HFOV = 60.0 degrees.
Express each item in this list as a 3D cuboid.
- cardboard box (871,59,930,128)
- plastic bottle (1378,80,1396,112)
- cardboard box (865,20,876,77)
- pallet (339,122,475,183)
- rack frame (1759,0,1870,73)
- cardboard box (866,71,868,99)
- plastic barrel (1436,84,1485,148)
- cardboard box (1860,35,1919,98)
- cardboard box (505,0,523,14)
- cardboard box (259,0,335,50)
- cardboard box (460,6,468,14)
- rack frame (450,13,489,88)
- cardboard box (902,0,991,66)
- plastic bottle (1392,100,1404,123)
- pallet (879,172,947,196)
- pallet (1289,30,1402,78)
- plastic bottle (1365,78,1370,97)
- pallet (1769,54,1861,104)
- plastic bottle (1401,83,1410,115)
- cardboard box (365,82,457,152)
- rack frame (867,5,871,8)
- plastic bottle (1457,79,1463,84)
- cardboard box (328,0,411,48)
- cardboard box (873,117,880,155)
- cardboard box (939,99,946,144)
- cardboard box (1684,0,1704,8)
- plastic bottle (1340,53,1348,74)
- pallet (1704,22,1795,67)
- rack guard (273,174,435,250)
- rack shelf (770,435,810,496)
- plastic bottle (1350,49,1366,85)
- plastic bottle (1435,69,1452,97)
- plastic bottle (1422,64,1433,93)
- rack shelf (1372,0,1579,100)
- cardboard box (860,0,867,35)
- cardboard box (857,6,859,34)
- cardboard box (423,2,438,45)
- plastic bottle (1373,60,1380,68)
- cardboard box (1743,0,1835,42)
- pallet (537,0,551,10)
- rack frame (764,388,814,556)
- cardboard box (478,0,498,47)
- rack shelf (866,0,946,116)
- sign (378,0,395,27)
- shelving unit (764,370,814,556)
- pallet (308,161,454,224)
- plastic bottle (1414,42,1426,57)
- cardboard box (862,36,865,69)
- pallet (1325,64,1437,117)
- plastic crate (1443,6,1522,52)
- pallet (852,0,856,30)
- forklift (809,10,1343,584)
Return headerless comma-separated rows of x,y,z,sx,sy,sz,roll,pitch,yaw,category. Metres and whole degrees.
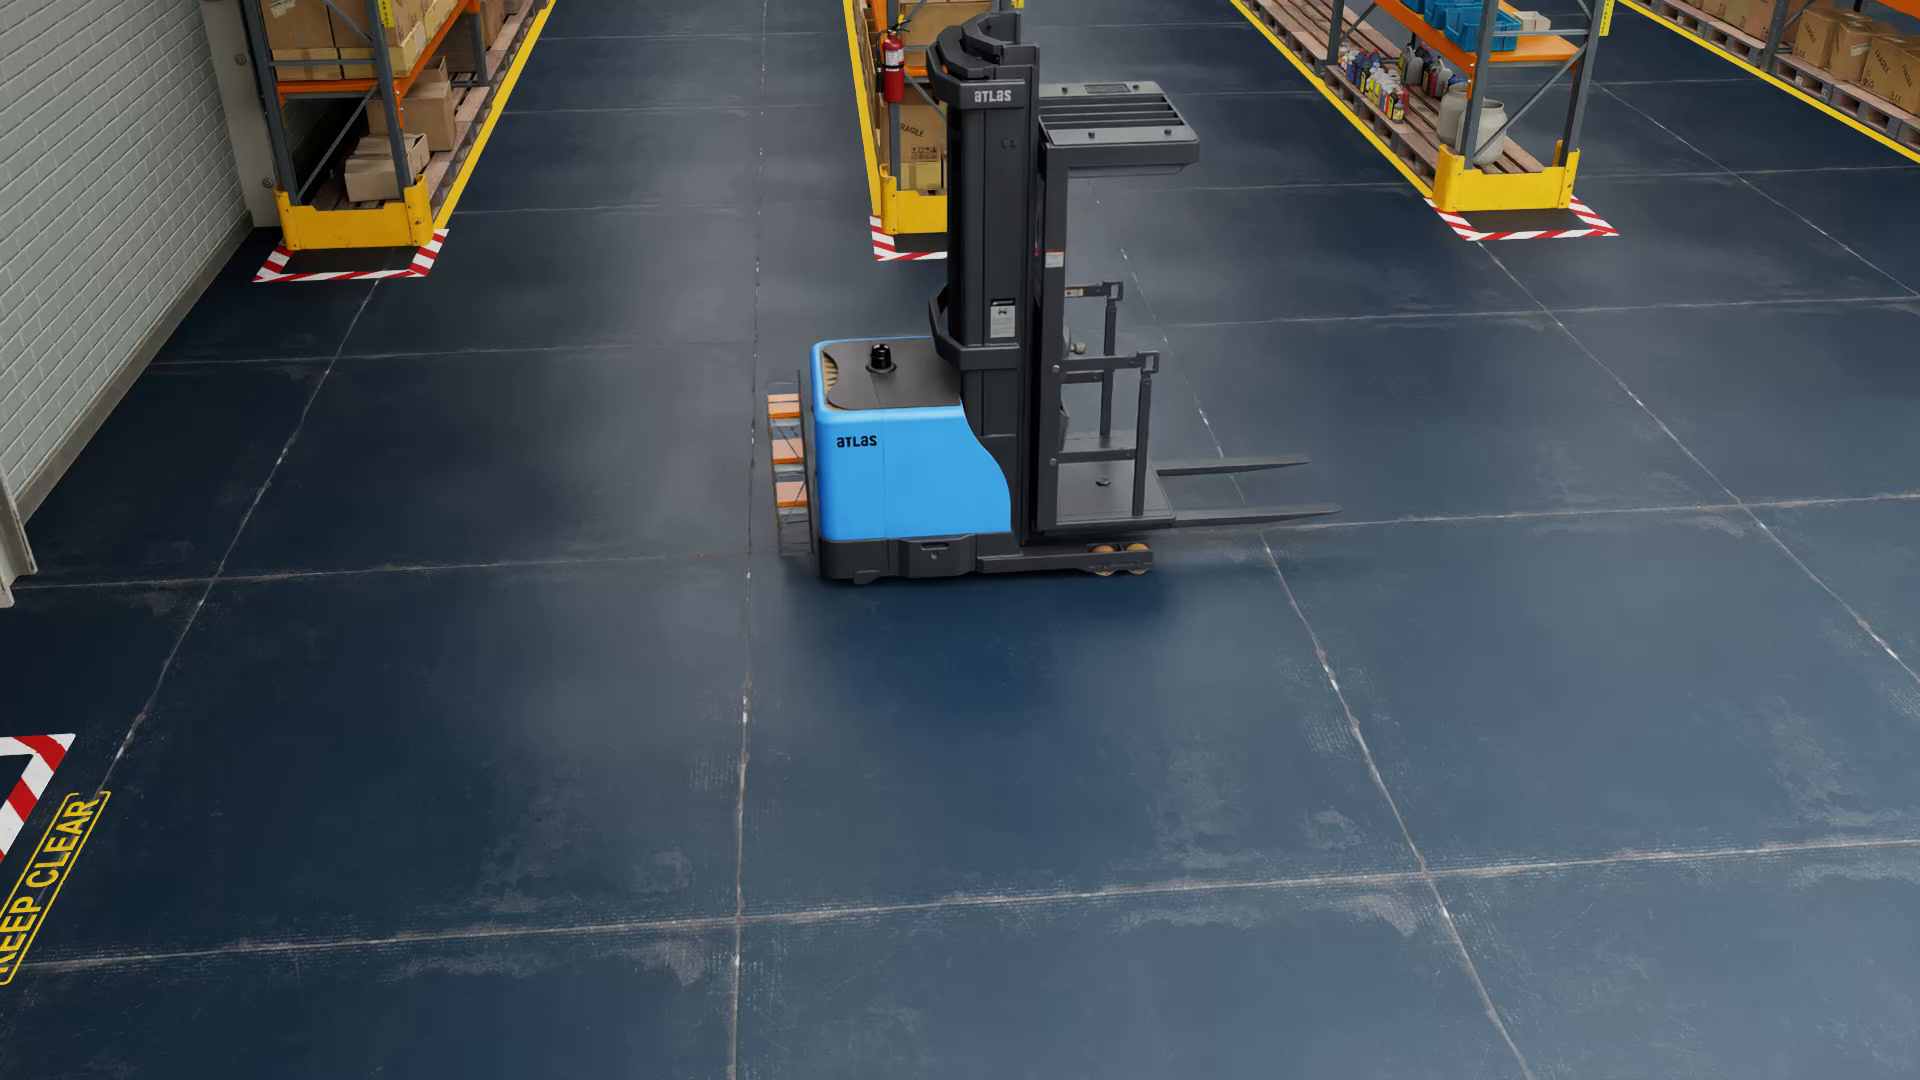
-0.543,-4.092,15.216,0.500,0.500,0.500,-3,31,-5,cardboard box
4.226,-4.373,16.374,0.152,0.276,0.135,-4,31,-6,plastic bottle
-0.676,-4.858,16.499,0.500,0.500,0.500,-3,31,-5,cardboard box
-5.179,-3.641,15.640,1.003,0.211,1.213,-3,31,-5,pallet
9.401,-6.515,17.733,1.000,3.000,0.127,-3,31,-5,rack frame
-0.679,-4.536,16.691,0.500,0.250,0.500,-3,31,-5,cardboard box
4.659,-3.936,15.432,0.421,0.512,0.421,0,31,0,plastic barrel
9.596,-4.811,16.908,0.500,0.500,0.500,-5,31,-9,cardboard box
-5.649,-6.596,19.877,0.700,0.500,0.500,-2,31,-4,cardboard box
-5.276,-4.258,13.349,0.500,0.500,0.500,-3,31,-5,cardboard box
-5.524,-5.841,17.881,0.500,0.250,0.500,-3,31,-6,cardboard box
-5.394,-5.804,16.541,1.000,3.000,0.127,-3,31,-5,rack frame
-0.120,-4.282,13.897,0.700,0.500,0.500,-3,31,-5,cardboard box
4.235,-4.140,16.056,0.097,0.201,0.097,0,31,0,plastic bottle
-0.202,-3.192,14.888,1.003,0.211,1.213,-3,31,-5,pallet
4.357,-5.480,18.719,1.003,0.211,1.213,-3,31,-5,pallet
4.153,-4.592,16.812,0.097,0.201,0.097,0,31,0,plastic bottle
9.499,-4.977,17.877,1.003,0.211,1.213,-3,31,-5,pallet
4.345,-4.311,16.262,0.061,0.283,0.133,-3,31,-5,plastic bottle
-5.068,-3.903,15.368,0.700,0.500,0.500,-5,31,-8,cardboard box
-0.463,-6.043,16.942,1.000,3.000,0.127,-3,31,-5,rack frame
4.943,-4.420,16.457,0.097,0.271,0.097,0,31,0,plastic bottle
-4.766,-4.286,13.396,0.500,0.500,0.500,-3,31,-5,cardboard box
-0.540,-3.770,15.409,0.500,0.250,0.500,-3,31,-5,cardboard box
0.034,-3.862,14.832,0.500,0.500,0.500,-3,31,-5,cardboard box
9.234,-6.761,20.152,0.700,0.500,0.500,0,31,0,cardboard box
4.072,-5.030,17.547,0.097,0.201,0.097,0,31,0,plastic bottle
9.327,-5.716,19.114,1.003,0.211,1.213,-3,31,-5,pallet
-5.028,-2.727,13.828,1.175,0.500,0.348,-3,31,-5,rack guard
-0.968,-0.422,9.448,0.215,0.259,0.240,-4,31,-4,rack shelf
4.132,-4.898,17.179,0.144,0.351,0.185,-2,31,-3,plastic bottle
4.876,-4.637,16.815,0.152,0.276,0.135,-2,31,-4,plastic bottle
4.765,-4.705,16.922,0.061,0.283,0.133,-3,31,-5,plastic bottle
4.656,-4.948,15.811,1.077,0.370,4.000,-3,31,-5,rack shelf
-0.841,-5.742,18.163,0.500,0.311,0.500,-2,31,-3,cardboard box
-0.930,-6.020,19.175,0.500,0.250,0.500,-2,31,-4,cardboard box
-4.854,-4.495,14.477,0.500,0.250,0.500,-3,31,-5,cardboard box
4.266,-4.795,17.085,0.097,0.271,0.097,0,31,0,plastic bottle
9.365,-5.946,18.788,0.700,0.500,0.500,-5,31,-8,cardboard box
-5.767,-7.055,21.355,1.003,0.211,1.213,-3,31,-5,pallet
-0.955,-0.369,9.338,0.200,1.050,0.008,-4,31,-4,rack frame
-5.585,-5.818,18.574,0.700,0.500,0.500,-2,31,-4,cardboard box
-0.276,-4.713,15.417,1.077,0.370,4.000,-3,31,-5,rack shelf
-4.480,-4.159,12.944,0.100,0.325,0.005,-3,31,-5,sign
-0.968,-0.431,9.442,0.215,1.050,0.252,-4,31,-4,shelving unit
-5.068,-3.019,14.600,1.003,0.211,1.213,-3,31,-5,pallet
4.817,-5.015,17.375,0.144,0.351,0.185,-4,31,-6,plastic bottle
-0.790,-5.240,17.871,0.500,0.250,0.500,-3,31,-5,cardboard box
4.491,-4.736,17.474,1.003,0.211,1.213,-3,31,-5,pallet
4.498,-4.413,14.359,0.499,0.251,0.616,-3,31,-5,plastic crate
-0.798,-6.466,20.369,1.003,0.211,1.213,-3,31,-5,pallet
0.673,-1.325,9.110,3.031,2.935,1.130,-3,31,-5,forklift
